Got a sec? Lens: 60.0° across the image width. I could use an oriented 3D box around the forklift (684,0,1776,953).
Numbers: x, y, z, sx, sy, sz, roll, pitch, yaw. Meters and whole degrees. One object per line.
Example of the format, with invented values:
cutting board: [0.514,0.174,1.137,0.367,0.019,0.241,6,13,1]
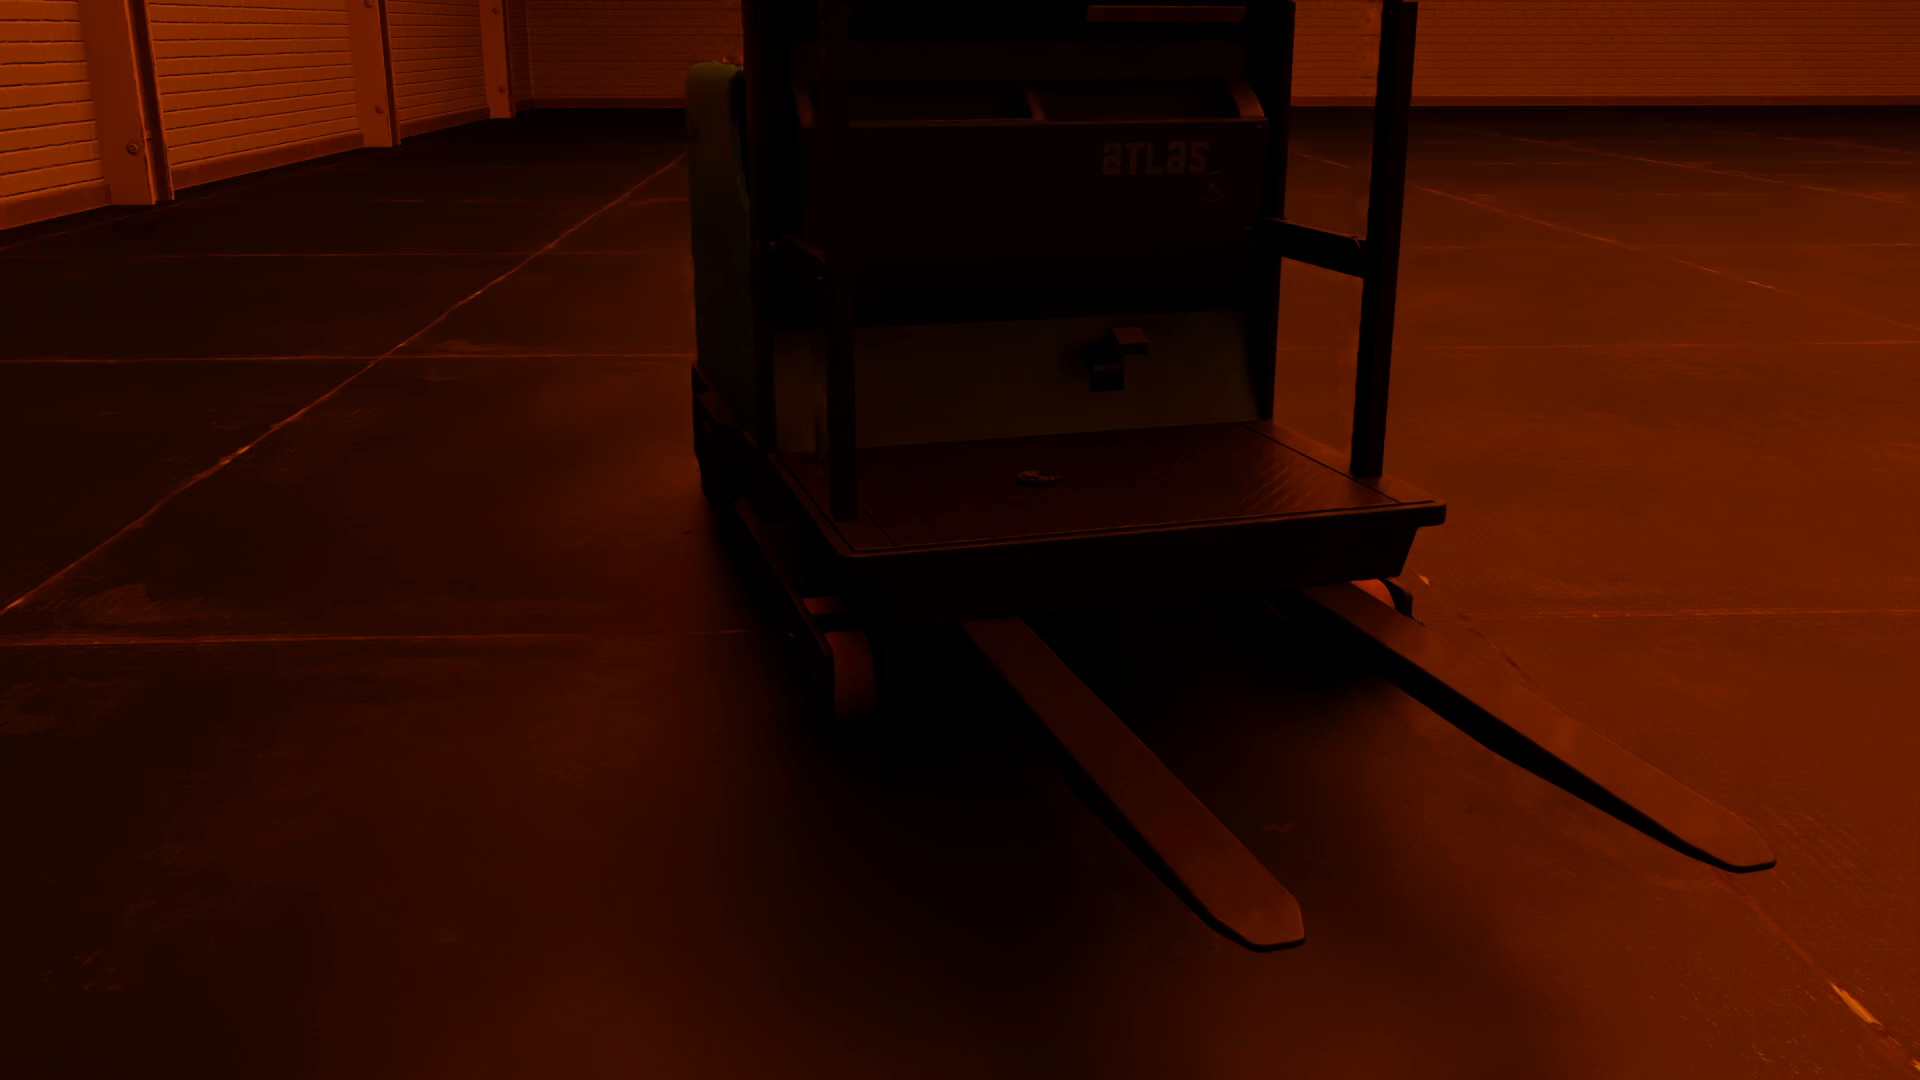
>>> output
forklift: [0.201,-1.211,2.865,1.130,2.935,3.031,-5,18,-16]
